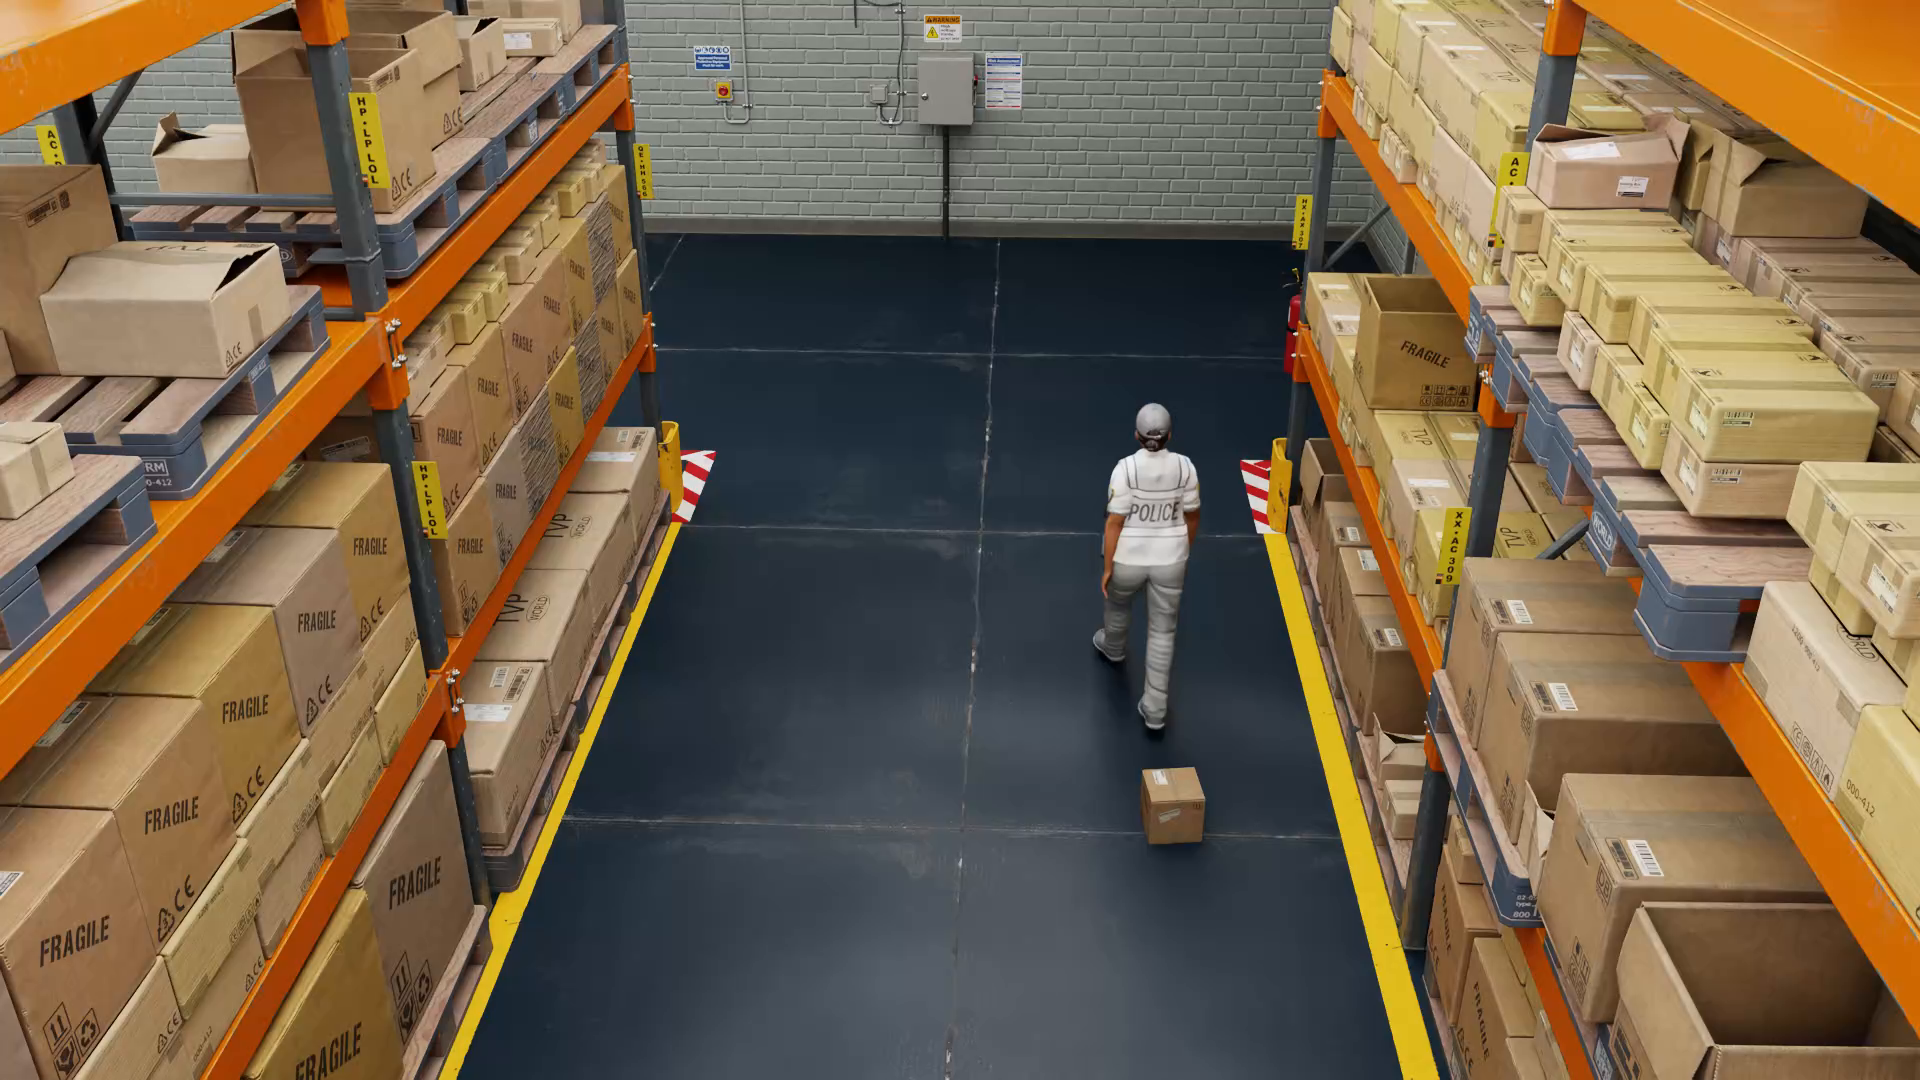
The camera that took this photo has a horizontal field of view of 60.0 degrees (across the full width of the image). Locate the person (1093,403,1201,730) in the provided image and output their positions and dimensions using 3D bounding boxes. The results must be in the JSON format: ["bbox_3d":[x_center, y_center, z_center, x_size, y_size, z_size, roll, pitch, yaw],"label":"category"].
[{"bbox_3d":[0.961,0.060,8.500,0.506,1.598,0.963,0,28,0],"label":"person"}]
